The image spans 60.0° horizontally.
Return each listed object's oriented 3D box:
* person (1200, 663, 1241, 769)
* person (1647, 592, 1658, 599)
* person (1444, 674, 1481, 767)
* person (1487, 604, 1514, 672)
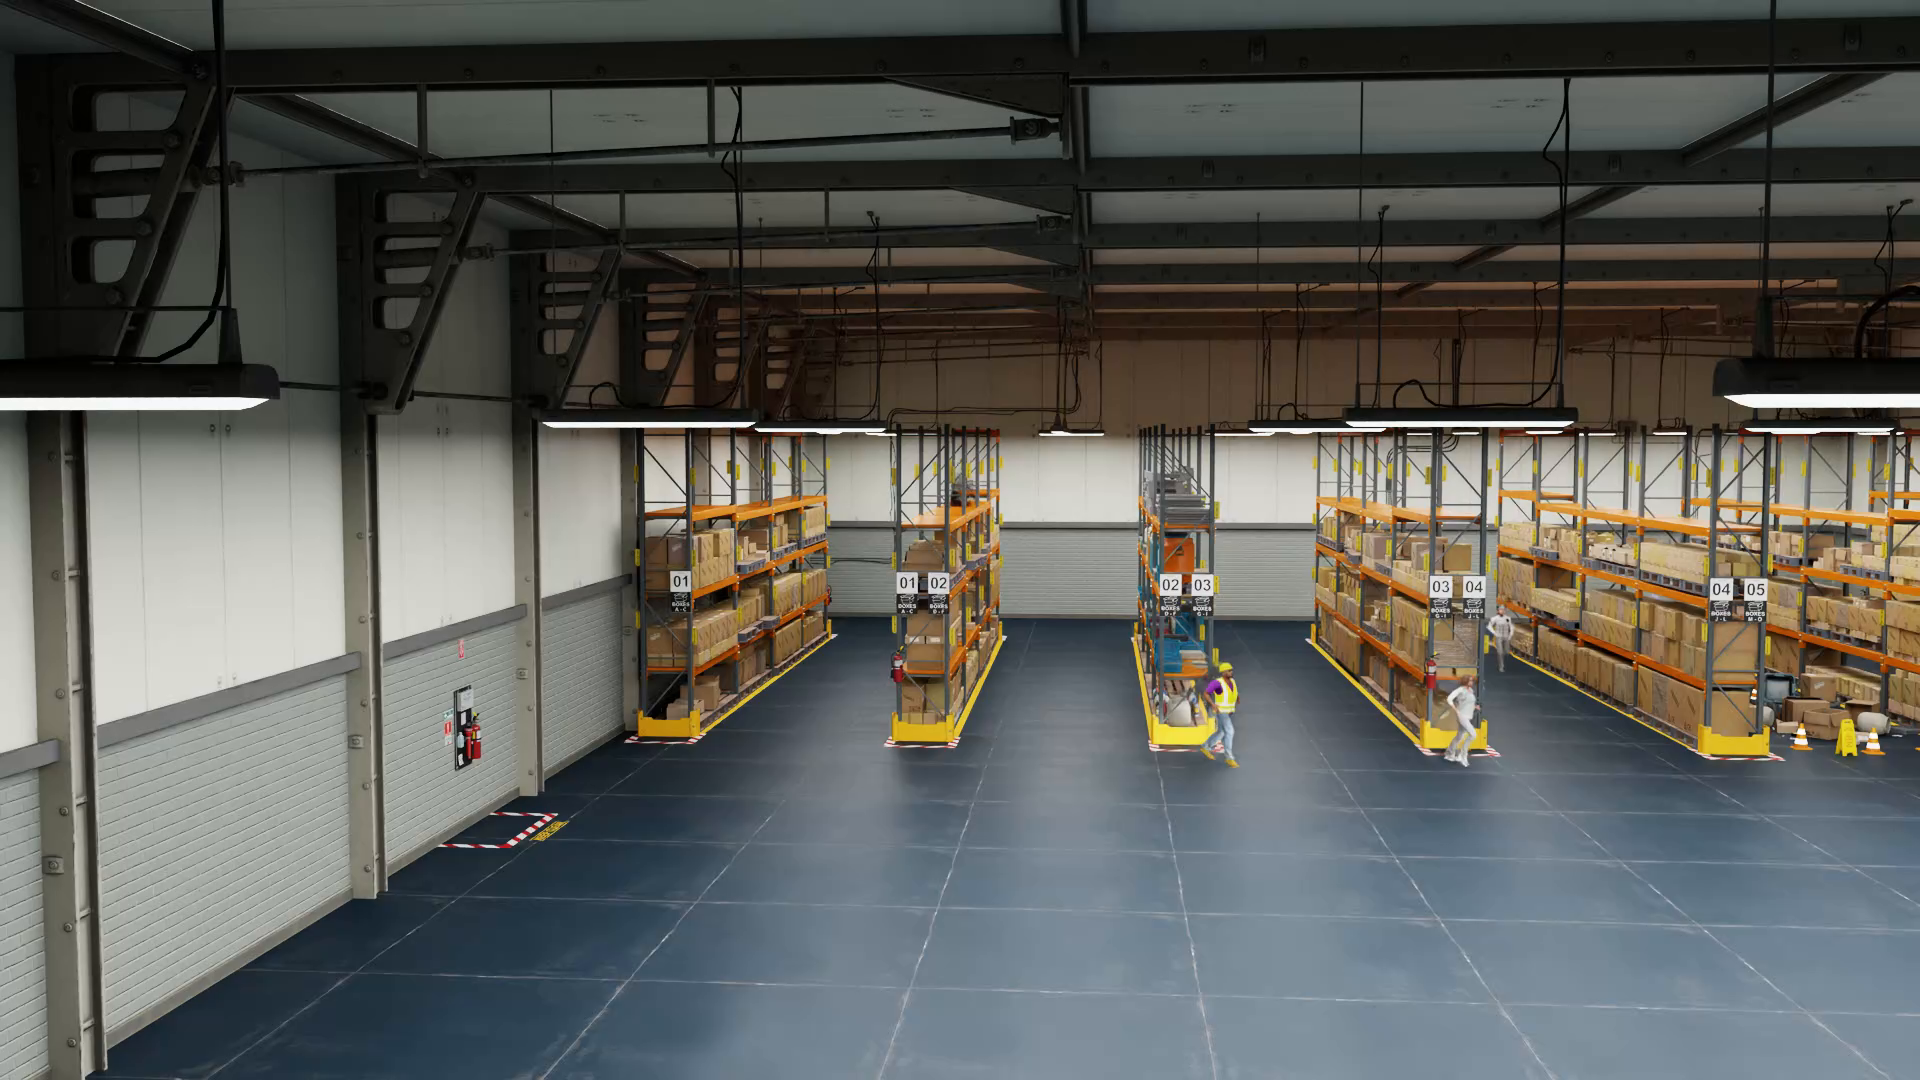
[{"bbox_3d":[4.628,3.050,29.240,0.862,1.809,0.715,3,5,42],"label":"person"},{"bbox_3d":[19.615,2.049,47.257,0.601,1.587,0.613,0,3,2],"label":"person"},{"bbox_3d":[8.820,3.156,29.169,0.649,1.623,0.524,3,4,37],"label":"person"},{"bbox_3d":[13.362,2.410,41.087,0.653,1.661,0.570,0,3,0],"label":"person"}]
